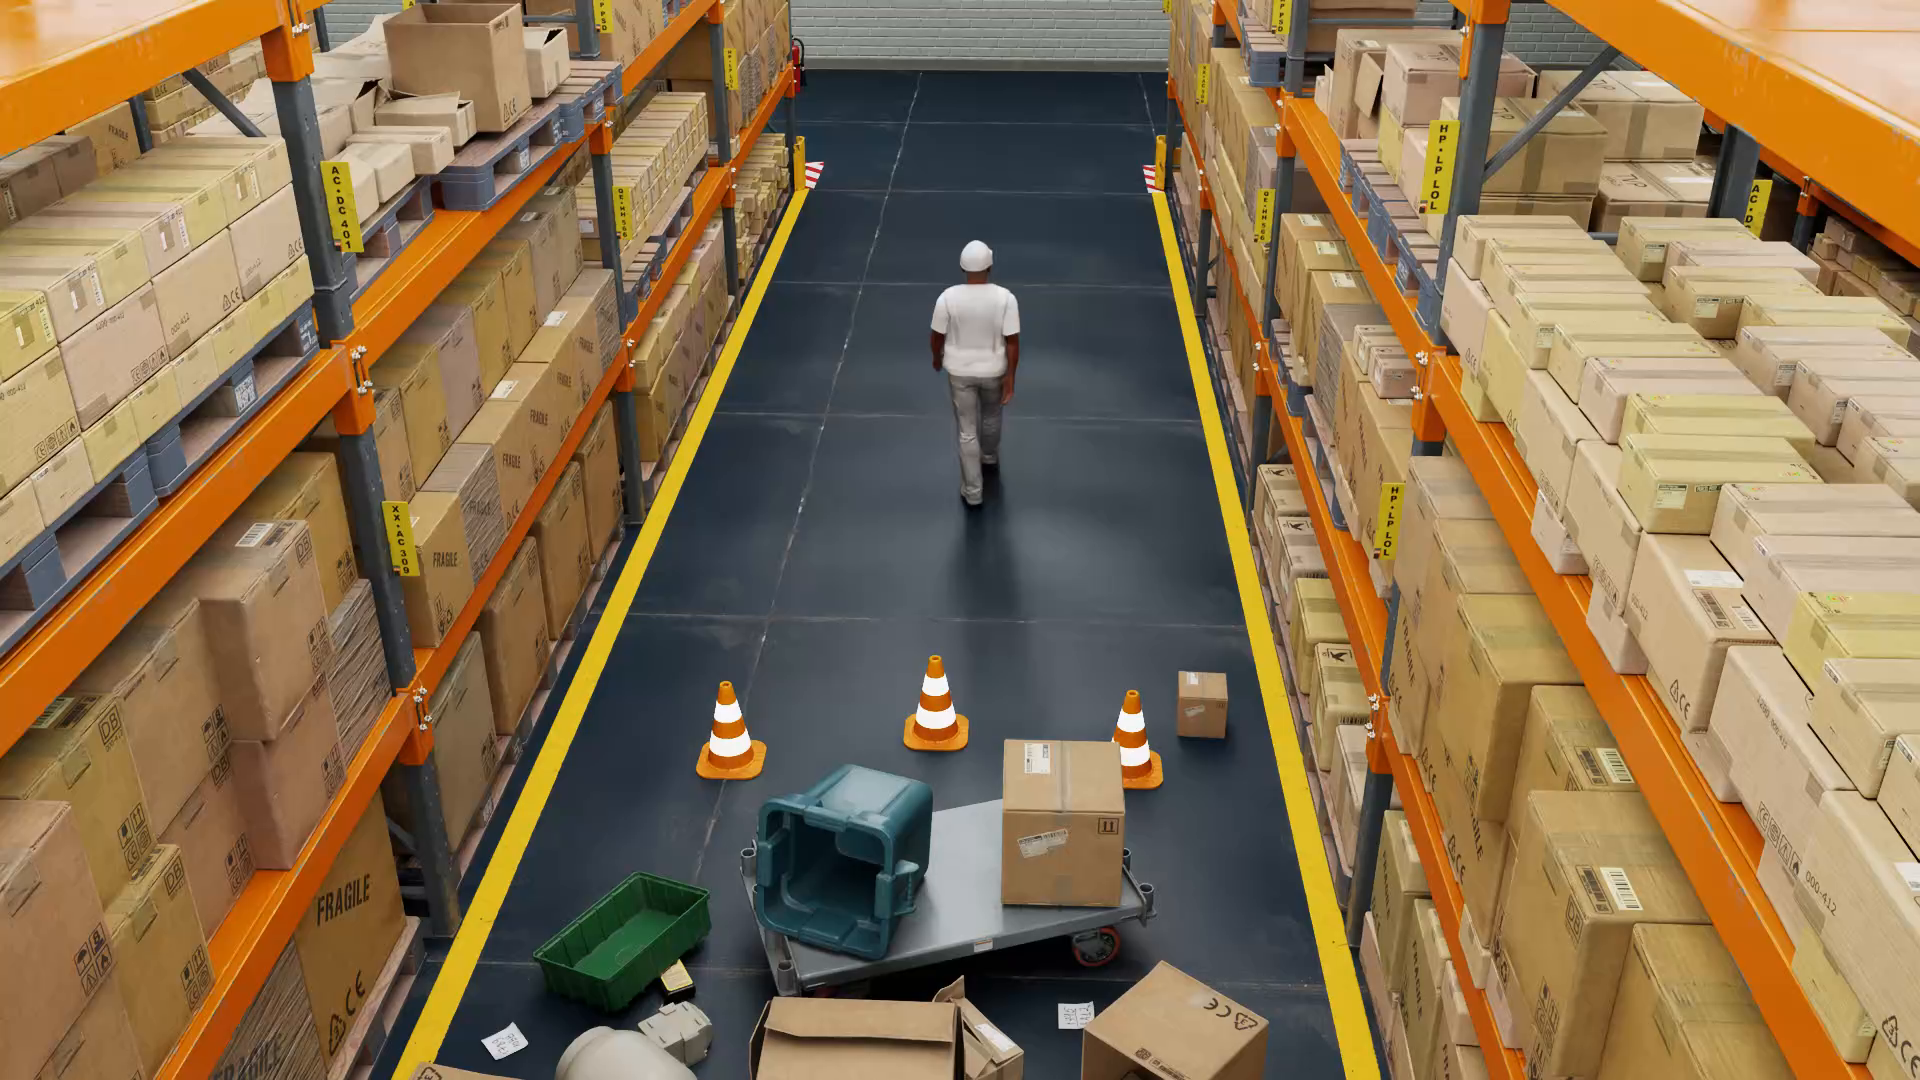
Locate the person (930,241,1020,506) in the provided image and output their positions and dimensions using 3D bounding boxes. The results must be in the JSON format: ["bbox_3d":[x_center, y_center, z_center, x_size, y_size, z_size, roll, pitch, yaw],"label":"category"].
[{"bbox_3d":[0.087,-1.185,11.045,0.571,1.736,0.928,-2,28,-4],"label":"person"}]
